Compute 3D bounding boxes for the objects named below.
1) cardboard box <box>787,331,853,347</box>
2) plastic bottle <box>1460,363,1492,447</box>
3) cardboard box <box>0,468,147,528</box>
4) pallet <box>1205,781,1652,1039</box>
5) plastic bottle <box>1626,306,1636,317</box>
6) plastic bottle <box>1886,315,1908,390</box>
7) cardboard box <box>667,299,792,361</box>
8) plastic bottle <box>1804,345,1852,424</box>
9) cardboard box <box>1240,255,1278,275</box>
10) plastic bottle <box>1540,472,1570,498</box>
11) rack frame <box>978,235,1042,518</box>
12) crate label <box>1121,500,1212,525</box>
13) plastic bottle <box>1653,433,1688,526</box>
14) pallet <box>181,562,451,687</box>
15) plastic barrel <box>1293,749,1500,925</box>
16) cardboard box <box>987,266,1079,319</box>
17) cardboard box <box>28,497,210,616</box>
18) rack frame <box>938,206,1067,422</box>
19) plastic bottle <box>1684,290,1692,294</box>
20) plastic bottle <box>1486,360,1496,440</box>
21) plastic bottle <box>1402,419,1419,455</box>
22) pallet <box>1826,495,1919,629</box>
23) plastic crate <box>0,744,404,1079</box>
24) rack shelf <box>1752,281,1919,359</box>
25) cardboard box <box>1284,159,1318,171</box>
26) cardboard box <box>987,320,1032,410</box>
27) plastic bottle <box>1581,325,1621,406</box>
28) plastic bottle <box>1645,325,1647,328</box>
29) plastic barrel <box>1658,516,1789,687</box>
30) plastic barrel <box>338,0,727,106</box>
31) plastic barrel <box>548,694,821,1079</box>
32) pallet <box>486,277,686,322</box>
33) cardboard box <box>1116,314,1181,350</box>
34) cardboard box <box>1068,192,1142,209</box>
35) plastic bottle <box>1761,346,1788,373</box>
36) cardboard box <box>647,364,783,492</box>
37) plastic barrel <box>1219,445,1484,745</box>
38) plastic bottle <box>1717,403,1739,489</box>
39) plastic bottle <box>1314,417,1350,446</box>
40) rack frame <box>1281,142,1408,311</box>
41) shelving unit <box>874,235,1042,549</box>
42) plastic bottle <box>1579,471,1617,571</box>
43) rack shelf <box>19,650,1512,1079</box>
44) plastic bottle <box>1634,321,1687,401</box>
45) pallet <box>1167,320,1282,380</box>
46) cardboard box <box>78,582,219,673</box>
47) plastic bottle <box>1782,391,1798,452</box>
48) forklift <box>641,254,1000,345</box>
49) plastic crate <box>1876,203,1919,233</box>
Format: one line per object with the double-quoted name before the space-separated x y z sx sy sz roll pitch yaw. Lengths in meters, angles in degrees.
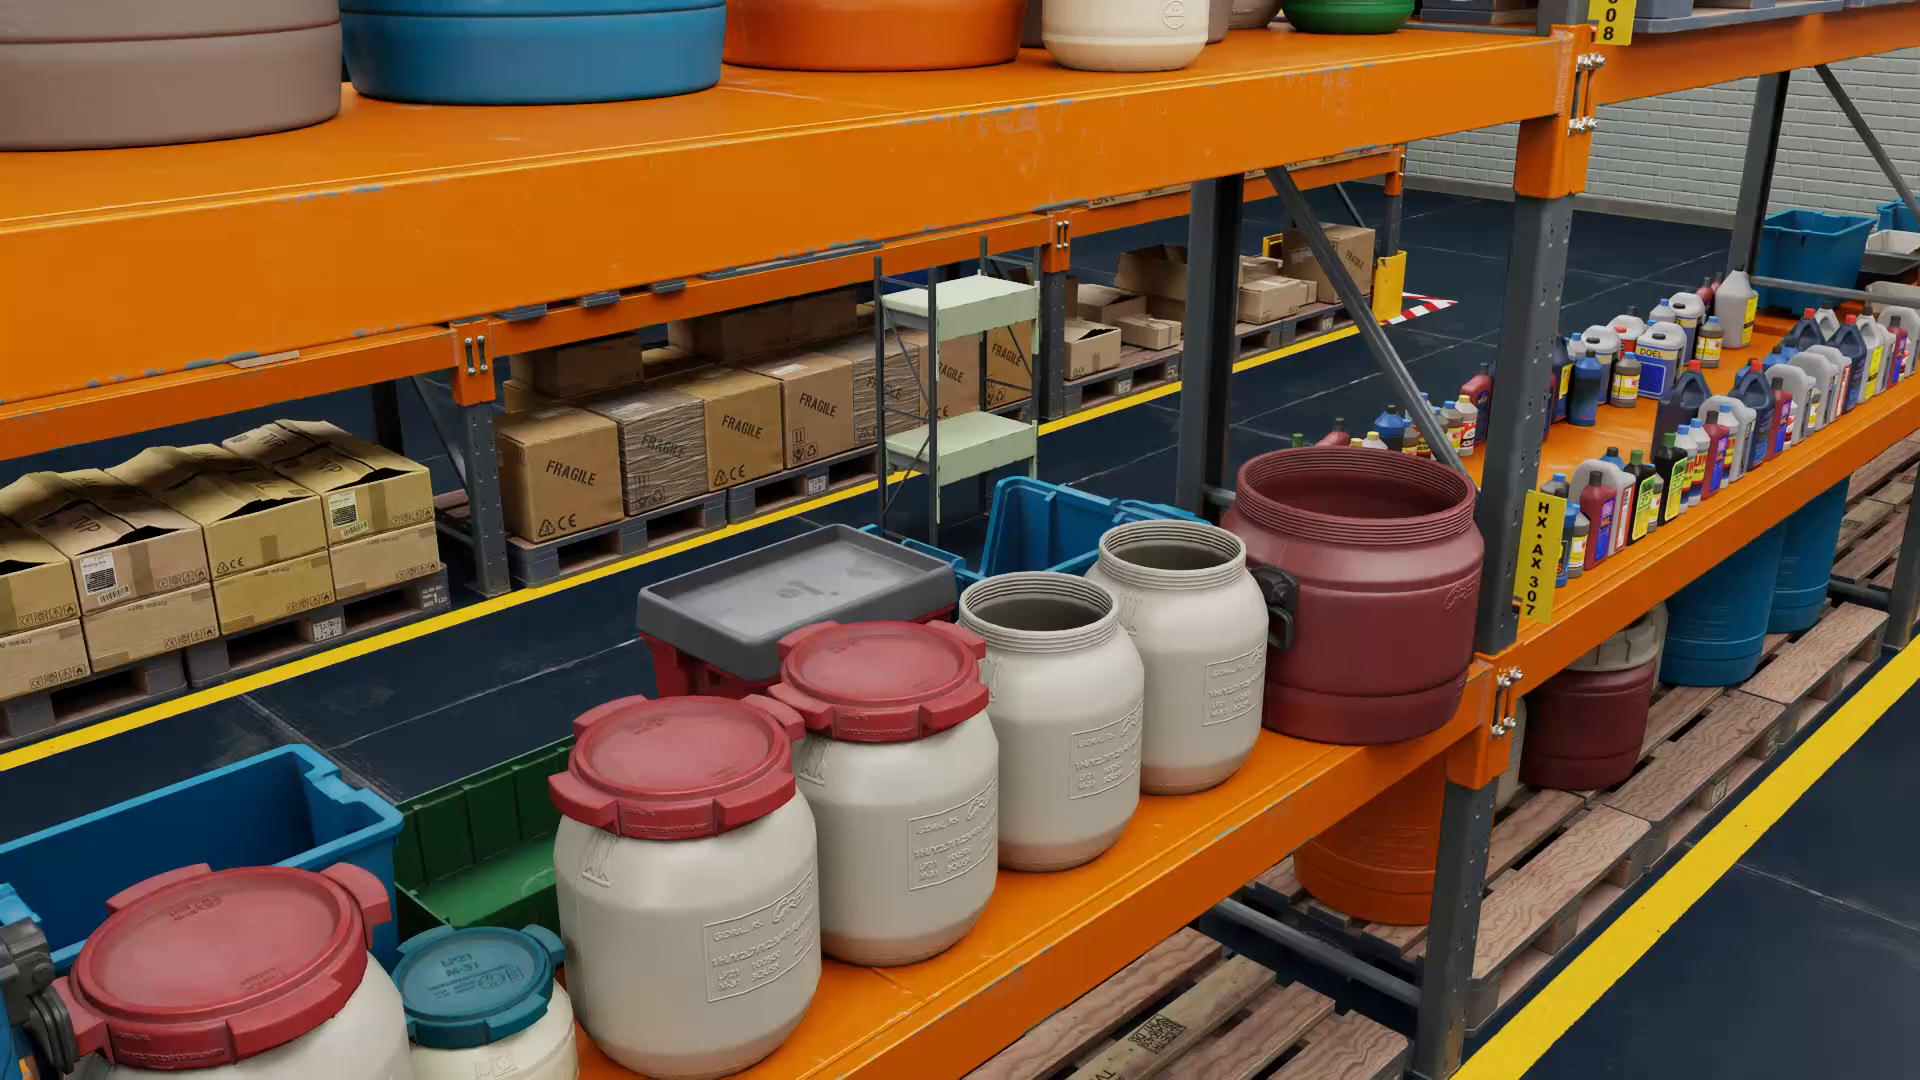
"cardboard box" -0.975 -0.994 9.852 0.500 0.500 0.500 20 29 41
"plastic bottle" 1.785 -0.467 5.771 0.061 0.283 0.133 19 28 41
"cardboard box" -3.829 -0.103 7.127 0.500 0.311 0.500 18 28 39
"pallet" 1.531 1.072 5.492 1.003 0.211 1.213 19 28 41
"plastic bottle" 2.620 -0.775 6.572 0.061 0.283 0.133 19 28 41
"plastic bottle" 3.629 -0.737 6.475 0.061 0.283 0.133 19 28 41
"cardboard box" -1.304 -1.225 9.406 0.500 0.250 0.500 19 28 40
"plastic bottle" 3.151 -0.581 6.079 0.152 0.276 0.135 19 28 41
"cardboard box" 2.114 -2.039 12.917 0.500 0.250 0.500 19 28 41
"plastic bottle" 1.765 -0.100 4.930 0.097 0.201 0.097 0 21 0
"rack frame" 0.251 -0.792 8.546 0.400 1.500 0.023 19 28 41
"crate label" 0.449 0.076 4.430 0.303 0.233 0.416 19 28 41
"plastic bottle" 2.154 -0.194 5.061 0.061 0.283 0.133 19 28 41
"pallet" -3.138 0.246 7.641 1.003 0.211 1.213 19 28 41
"plastic barrel" 1.340 0.670 5.090 0.600 0.830 0.708 19 28 41
"cardboard box" 0.449 -1.542 11.276 0.500 0.500 0.500 19 28 41
"cardboard box" -3.436 0.029 6.785 0.500 0.311 0.500 19 28 40
"rack frame" 0.255 -2.286 10.341 1.000 3.000 0.127 19 28 41
"plastic bottle" 3.012 -0.904 6.925 0.097 0.271 0.097 0 21 0
"plastic bottle" 1.926 -0.529 5.838 0.144 0.351 0.185 19 28 41
"plastic bottle" 1.446 -0.294 5.436 0.097 0.201 0.097 0 21 0
"pallet" 4.287 0.058 8.130 1.003 0.211 1.213 19 28 41
"plastic crate" -1.233 0.657 2.706 0.392 0.384 0.575 19 28 41
"rack shelf" 5.197 -1.223 8.579 1.077 0.370 4.000 19 28 41
"cardboard box" 2.217 -2.916 11.842 0.500 0.500 0.500 20 28 41
"cardboard box" 0.116 -1.126 10.193 0.500 0.500 0.500 19 28 40
"plastic bottle" 2.398 -0.666 6.299 0.152 0.276 0.135 19 28 41
"plastic bottle" 2.714 -0.762 6.652 0.097 0.201 0.097 0 21 0
"plastic barrel" 2.916 0.056 6.587 0.600 0.901 0.708 19 28 41
"plastic barrel" -0.668 -1.144 2.491 0.600 0.901 0.708 19 28 41
"plastic barrel" -0.443 0.568 2.726 0.433 0.535 0.433 0 21 0
"pallet" -2.113 -1.360 8.199 1.213 0.211 1.003 19 28 41
"cardboard box" 1.299 -1.447 11.495 0.380 0.166 0.250 19 28 41
"cardboard box" 0.806 -2.395 10.486 0.500 0.500 0.500 -19 28 -41
"plastic bottle" 2.955 -0.571 6.059 0.097 0.271 0.097 0 21 0
"cardboard box" -1.298 -0.605 8.839 0.500 0.500 0.500 19 28 40
"plastic barrel" 0.904 0.115 3.905 0.600 0.536 0.708 19 28 41
"plastic bottle" 2.451 -0.307 5.372 0.097 0.271 0.097 0 21 0
"plastic bottle" 1.149 -0.232 5.161 0.061 0.283 0.133 19 28 41
"rack frame" 3.046 -3.314 13.016 1.000 3.000 0.127 19 28 41
"shelving unit" -0.005 -0.698 8.301 0.431 1.500 0.755 19 28 41
"plastic bottle" 1.807 -0.066 4.727 0.061 0.283 0.133 19 28 41
"rack shelf" -0.384 0.833 3.229 1.077 0.370 4.000 19 28 41
"plastic bottle" 2.669 -0.687 6.355 0.152 0.276 0.135 19 28 41
"pallet" 1.586 -1.475 12.119 1.003 0.211 1.213 19 28 41
"cardboard box" -3.438 0.288 6.891 0.500 0.250 0.500 -19 28 -41
"plastic bottle" 2.835 -0.416 5.752 0.097 0.201 0.097 0 21 0
"forklift" -1.180 -2.914 12.071 3.031 2.935 1.130 -14 25 -32
"plastic crate" 5.056 -1.626 8.775 0.416 0.233 0.300 19 28 41
